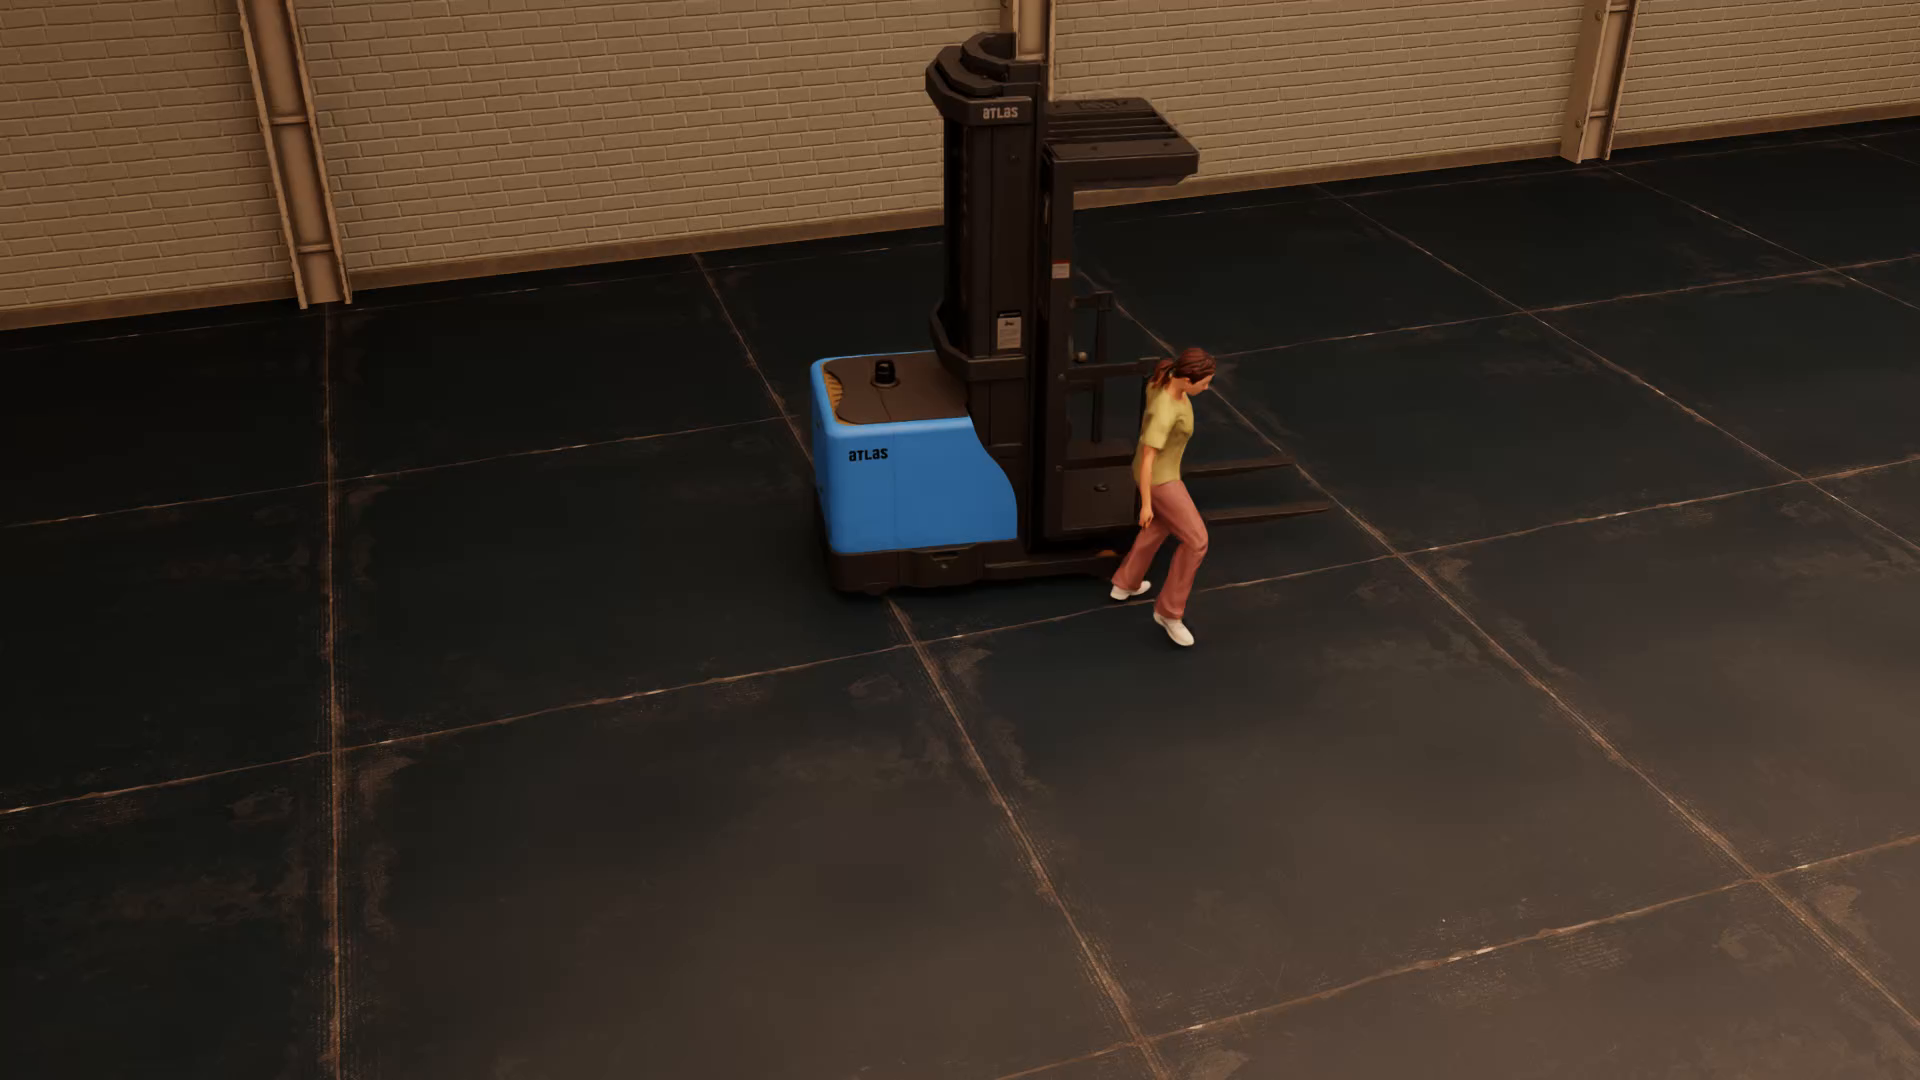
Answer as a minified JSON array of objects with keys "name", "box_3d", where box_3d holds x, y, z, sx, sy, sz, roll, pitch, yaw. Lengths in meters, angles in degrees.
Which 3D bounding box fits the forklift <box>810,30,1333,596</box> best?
[{"name":"forklift","box_3d":[0.679,-1.299,9.344,3.031,2.935,1.130,-5,30,-9]}]

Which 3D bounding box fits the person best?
[{"name":"person","box_3d":[1.094,-0.331,9.034,0.491,1.606,1.046,1,30,2]}]
